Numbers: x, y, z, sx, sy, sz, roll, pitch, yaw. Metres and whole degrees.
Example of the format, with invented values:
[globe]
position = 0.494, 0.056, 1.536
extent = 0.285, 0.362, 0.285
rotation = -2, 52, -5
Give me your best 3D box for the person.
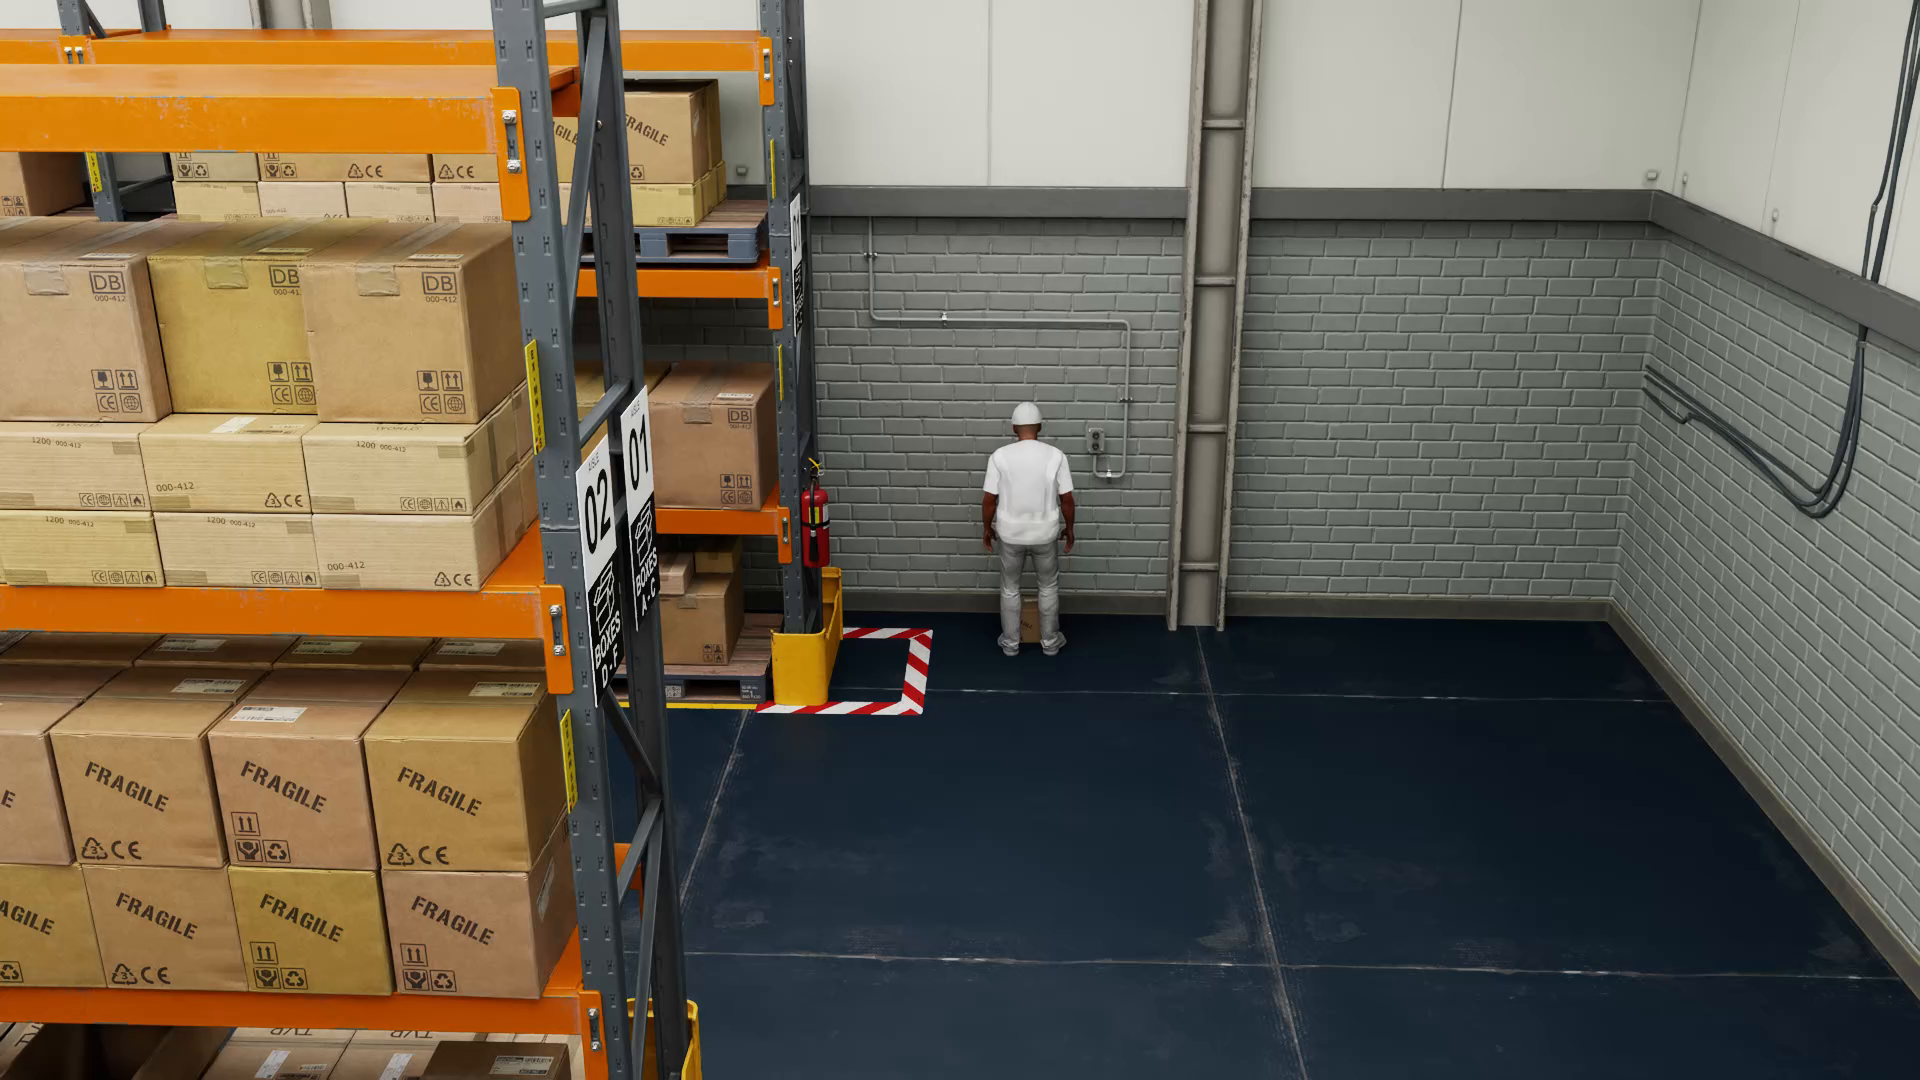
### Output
[person]
position = 0.463, -0.066, 11.228
extent = 0.627, 1.760, 0.460
rotation = 1, 21, 2
